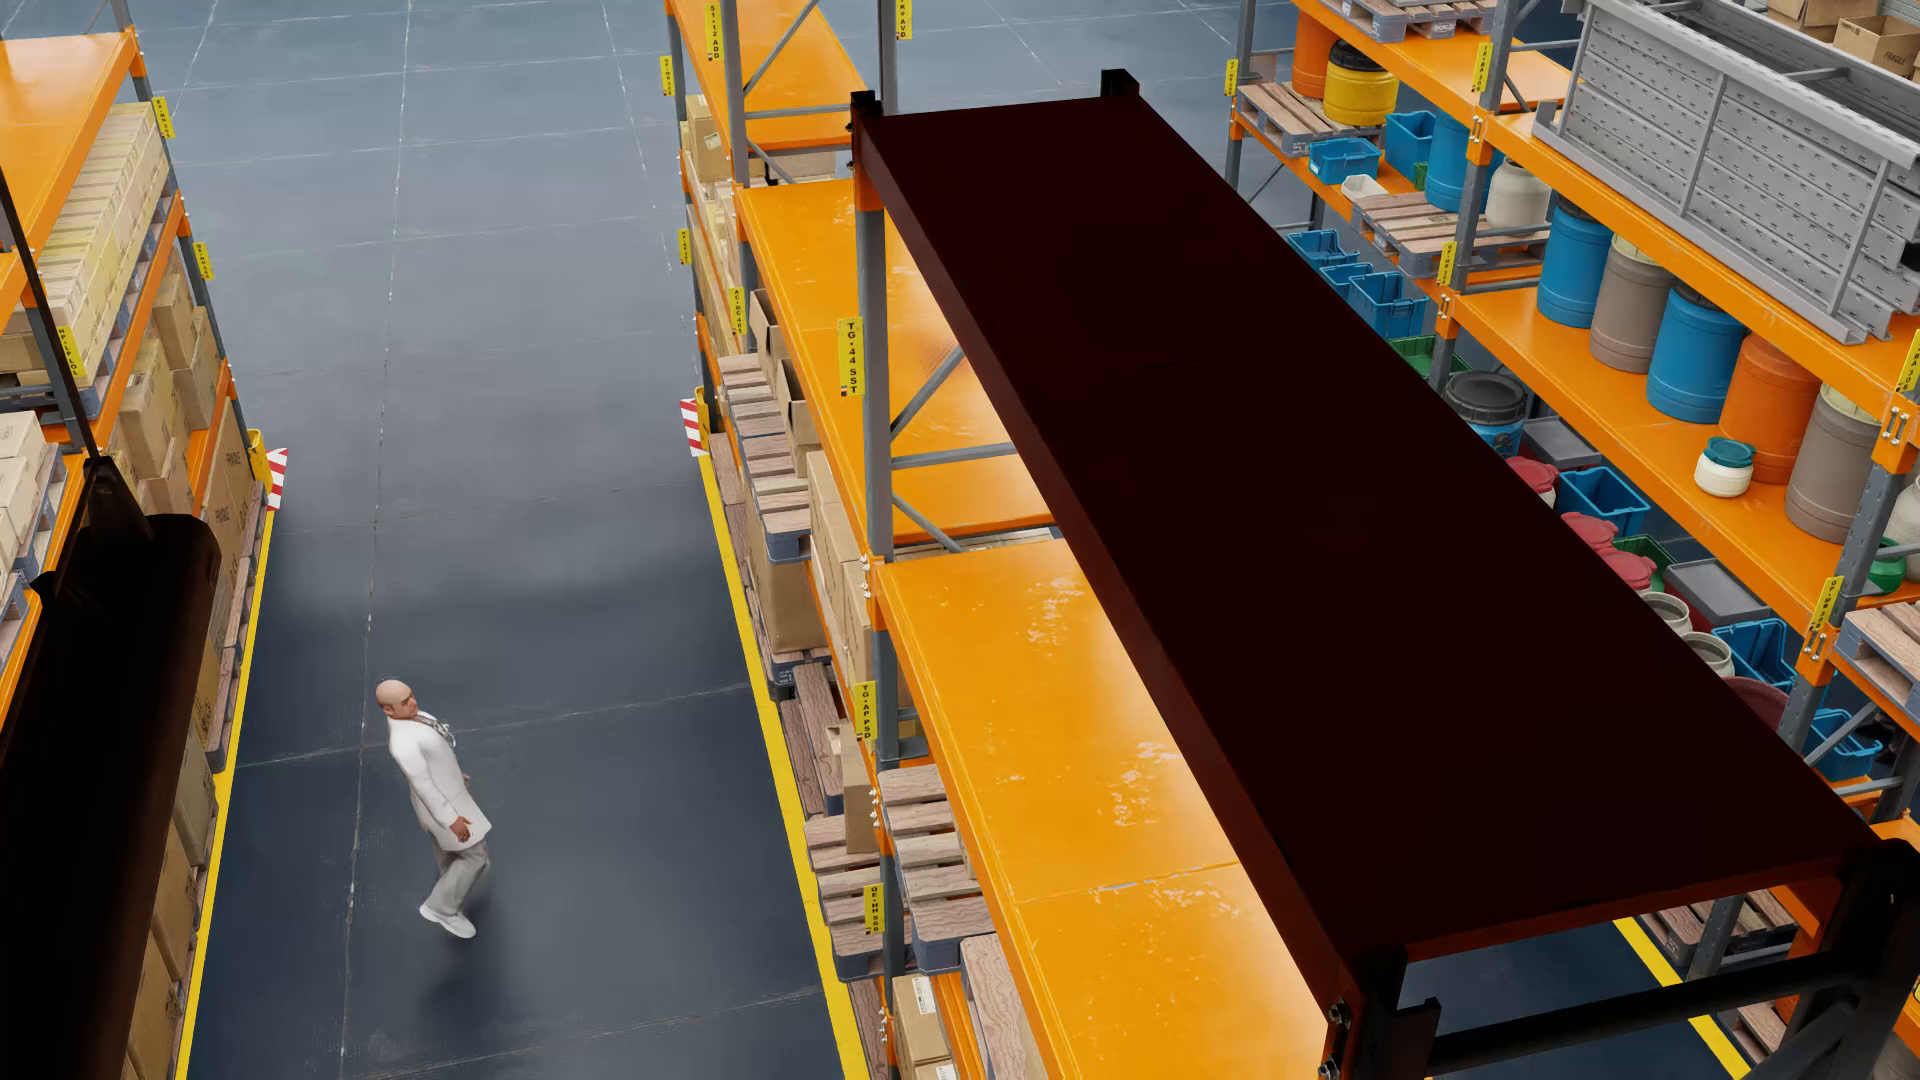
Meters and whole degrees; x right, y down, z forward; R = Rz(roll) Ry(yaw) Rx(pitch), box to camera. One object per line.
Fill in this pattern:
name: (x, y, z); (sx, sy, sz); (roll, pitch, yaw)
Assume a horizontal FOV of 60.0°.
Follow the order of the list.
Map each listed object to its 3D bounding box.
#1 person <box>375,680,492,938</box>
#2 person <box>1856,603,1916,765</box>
person: (-3.132, 1.579, 9.971); (0.531, 1.762, 0.671); (-19, 39, -26)
person: (6.643, 0.742, 11.526); (0.437, 1.747, 0.599); (12, 36, 17)
